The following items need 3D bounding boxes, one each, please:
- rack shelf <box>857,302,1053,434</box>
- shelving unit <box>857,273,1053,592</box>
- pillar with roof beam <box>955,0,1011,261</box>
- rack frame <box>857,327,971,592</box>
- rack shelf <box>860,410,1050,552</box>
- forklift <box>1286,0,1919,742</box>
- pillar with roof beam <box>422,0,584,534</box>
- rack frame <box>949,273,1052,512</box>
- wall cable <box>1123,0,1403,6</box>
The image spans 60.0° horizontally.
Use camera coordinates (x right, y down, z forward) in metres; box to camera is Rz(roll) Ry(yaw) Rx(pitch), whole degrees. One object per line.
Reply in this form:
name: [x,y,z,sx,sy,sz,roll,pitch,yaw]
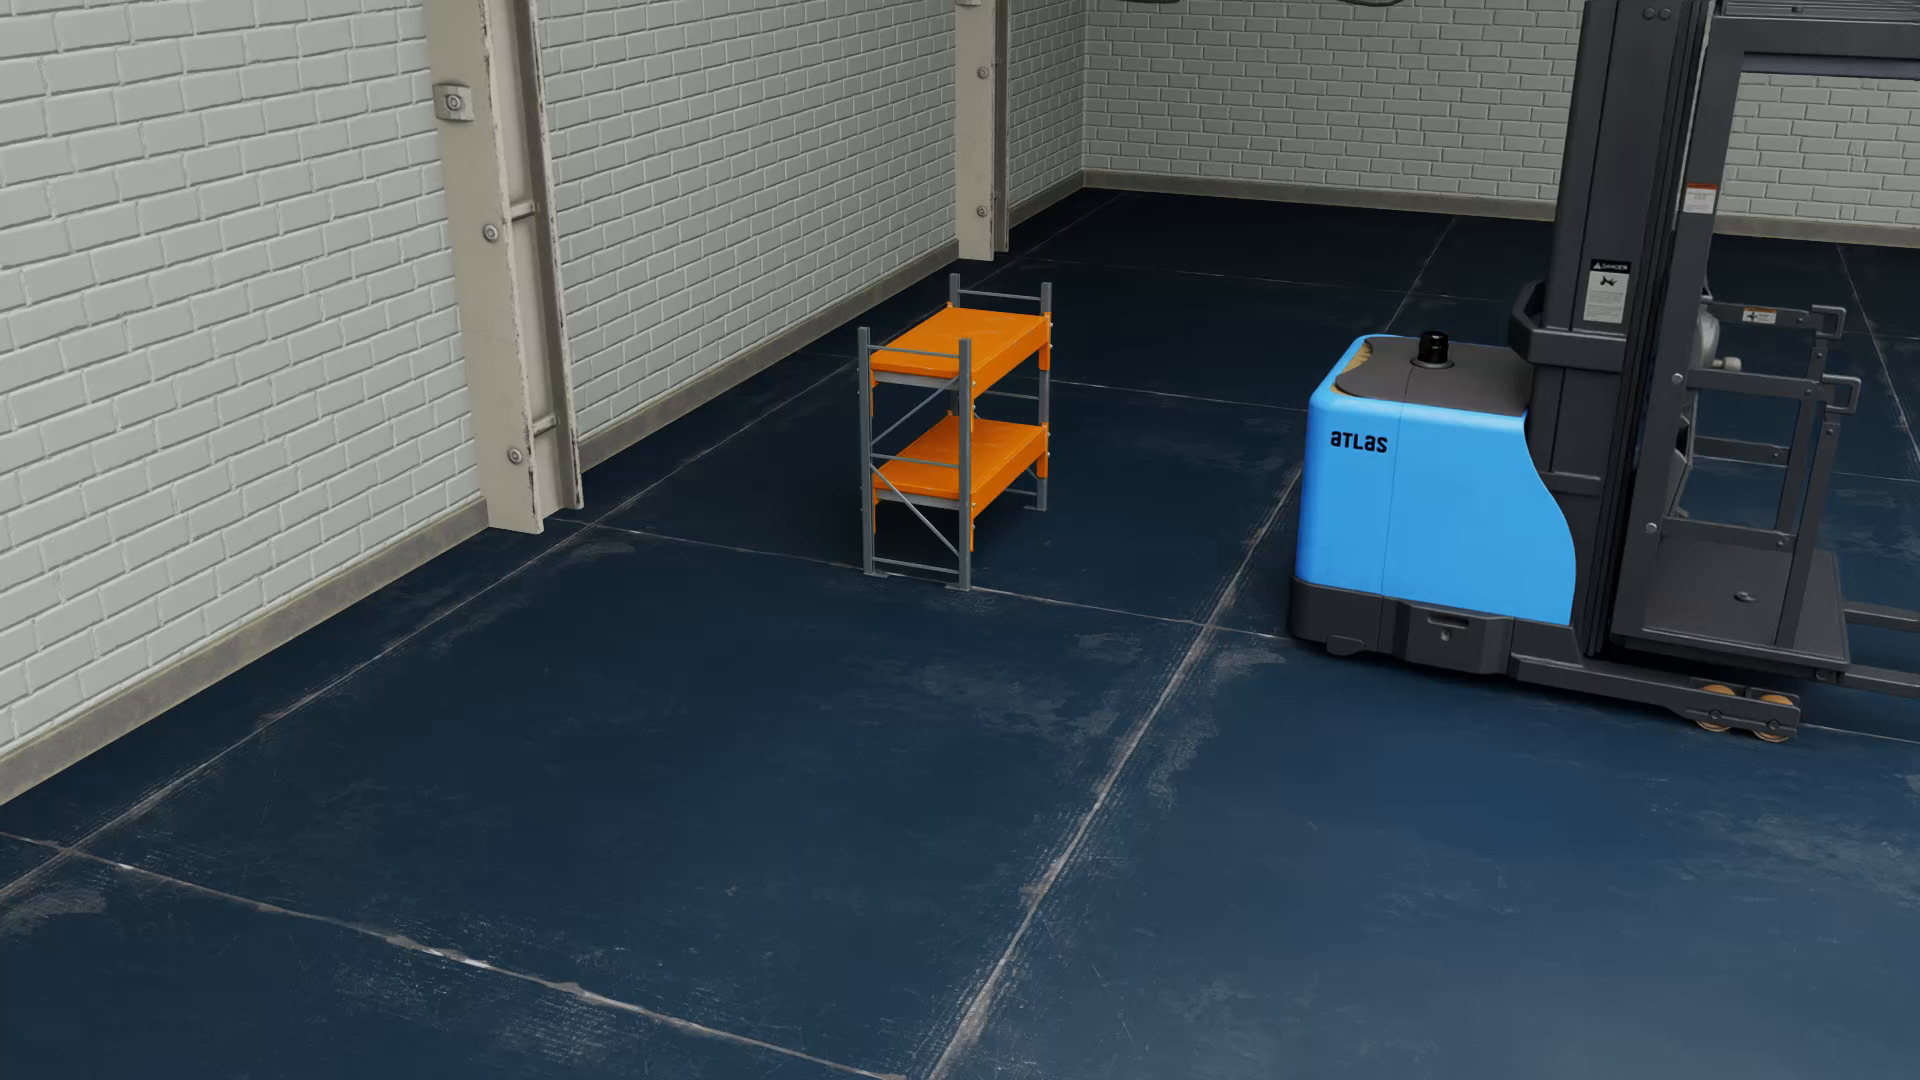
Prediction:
rack shelf: [-0.003,-0.787,7.415,0.538,0.278,1.000,9,24,20]
shelving unit: [-0.003,-0.517,7.527,0.538,1.125,1.048,9,24,20]
pillar with roof beam: [4.171,-5.802,9.965,9.100,9.000,0.400,9,24,20]
rack frame: [-0.191,-0.335,7.092,0.500,1.125,0.032,9,24,20]
rack shelf: [-0.003,-0.291,7.622,0.538,0.278,1.000,9,24,20]
forklift: [2.881,-0.857,5.998,3.031,2.935,1.130,10,24,22]
pillar with roof beam: [1.942,-3.655,4.825,9.100,9.000,0.400,9,24,20]
rack frame: [0.186,-0.699,7.963,0.500,1.125,0.032,9,24,20]
wall cable: [2.496,-5.851,14.110,3.097,2.526,0.112,9,24,20]
